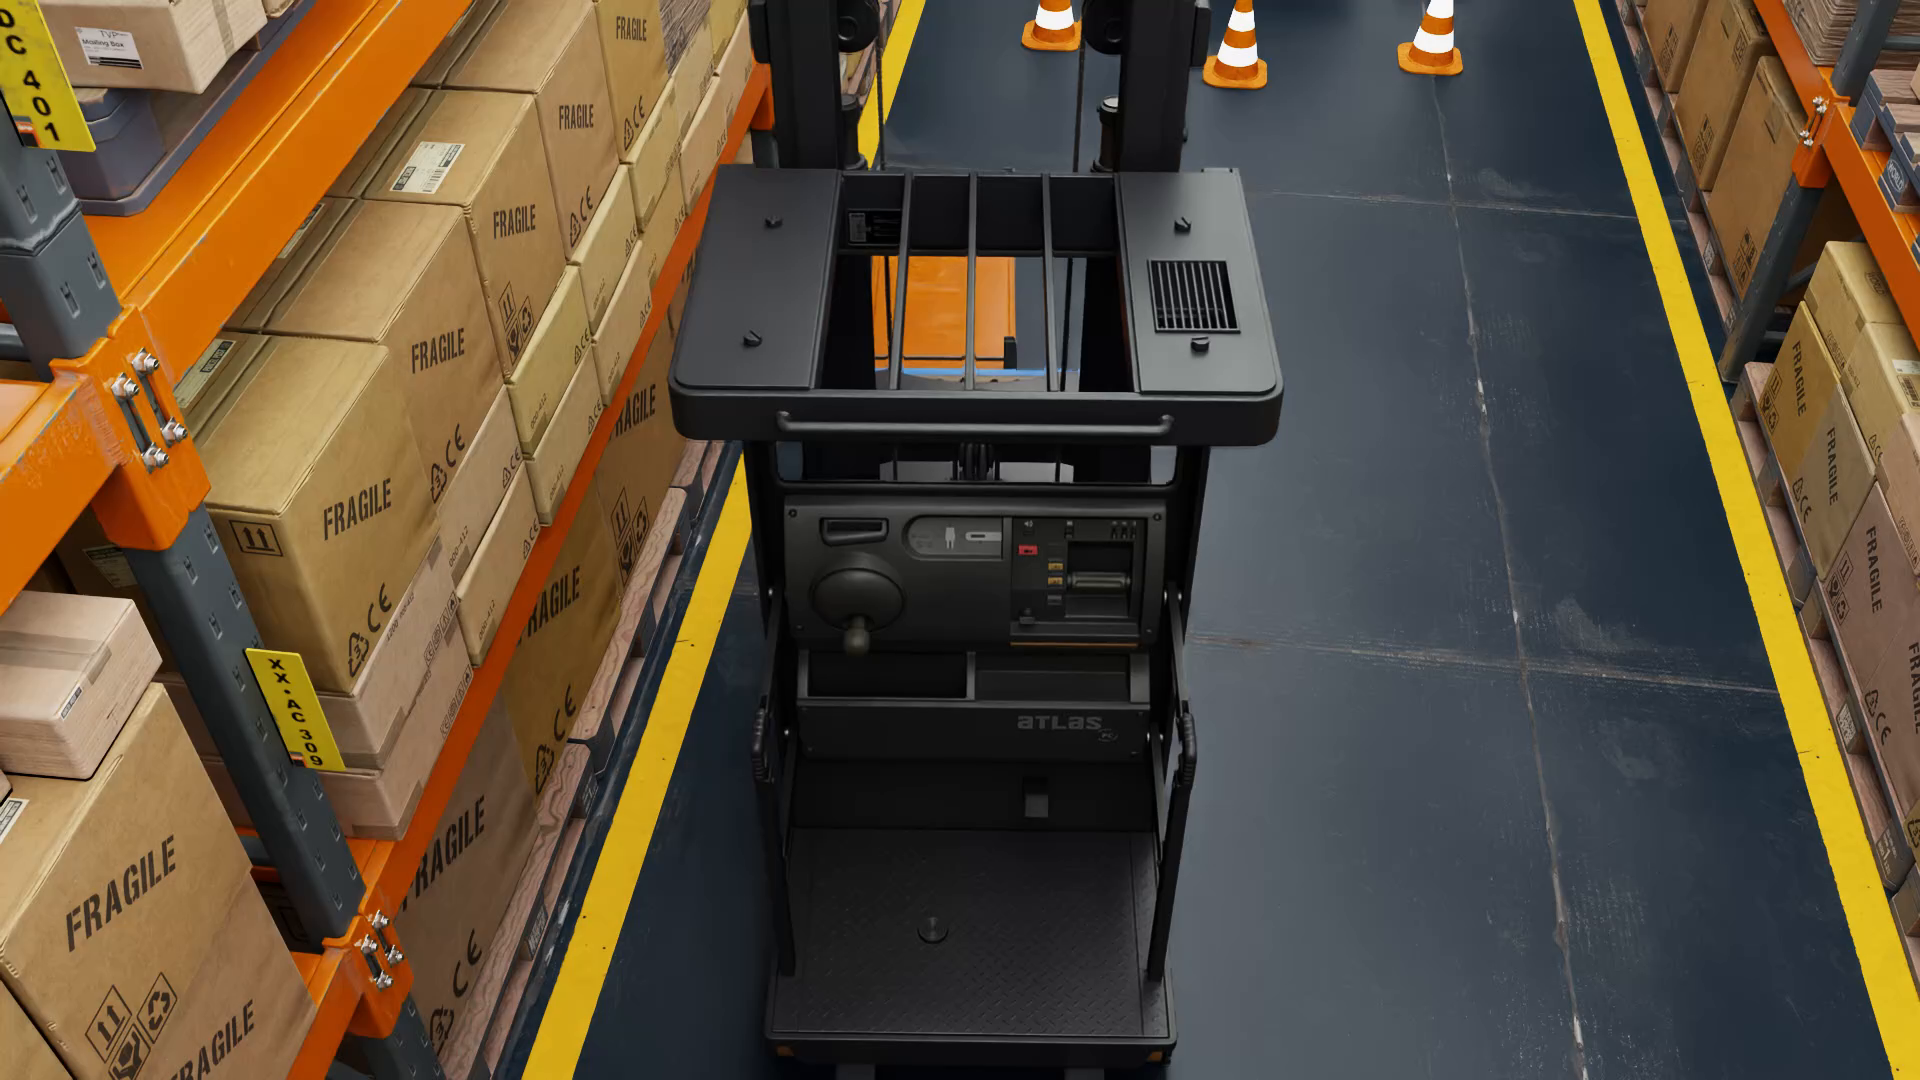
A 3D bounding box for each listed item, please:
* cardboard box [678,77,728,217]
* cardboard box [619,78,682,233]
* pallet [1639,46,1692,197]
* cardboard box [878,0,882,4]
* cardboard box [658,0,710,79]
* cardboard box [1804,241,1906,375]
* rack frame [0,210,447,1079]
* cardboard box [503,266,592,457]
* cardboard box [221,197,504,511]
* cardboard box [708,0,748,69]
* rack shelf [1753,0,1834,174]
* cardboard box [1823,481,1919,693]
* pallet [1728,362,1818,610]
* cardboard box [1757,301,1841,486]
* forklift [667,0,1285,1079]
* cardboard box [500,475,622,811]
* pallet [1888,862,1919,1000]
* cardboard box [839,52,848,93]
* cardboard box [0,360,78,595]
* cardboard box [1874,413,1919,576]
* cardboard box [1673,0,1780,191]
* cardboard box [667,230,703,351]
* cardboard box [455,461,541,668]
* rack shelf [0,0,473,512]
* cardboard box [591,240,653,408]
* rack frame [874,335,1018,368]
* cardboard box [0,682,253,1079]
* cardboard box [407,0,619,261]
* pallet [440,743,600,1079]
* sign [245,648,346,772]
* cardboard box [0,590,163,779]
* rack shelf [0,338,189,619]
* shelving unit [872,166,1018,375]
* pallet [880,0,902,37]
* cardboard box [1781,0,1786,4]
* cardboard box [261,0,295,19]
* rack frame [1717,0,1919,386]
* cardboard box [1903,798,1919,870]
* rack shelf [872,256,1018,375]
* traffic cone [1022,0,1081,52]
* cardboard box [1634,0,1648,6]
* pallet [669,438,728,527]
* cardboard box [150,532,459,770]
[{"bbox_3d":[-1.098,-1.345,5.597,0.500,0.250,0.500,6,44,6],"label":"cardboard box"},{"bbox_3d":[-1.160,-1.190,5.071,0.500,0.250,0.500,4,44,4],"label":"cardboard box"},{"bbox_3d":[4.026,-2.083,8.296,1.003,0.211,1.213,5,44,6],"label":"pallet"},{"bbox_3d":[-0.866,-3.193,9.047,0.950,0.372,0.625,8,44,8],"label":"cardboard box"},{"bbox_3d":[-1.105,-1.790,5.159,0.500,0.500,0.500,6,44,6],"label":"cardboard box"},{"bbox_3d":[3.352,-0.805,5.886,0.500,0.250,0.500,3,44,4],"label":"cardboard box"},{"bbox_3d":[-1.765,0.609,3.425,1.000,3.000,0.127,5,44,6],"label":"rack frame"},{"bbox_3d":[-1.293,-0.491,4.333,0.500,0.250,0.500,6,44,6],"label":"cardboard box"},{"bbox_3d":[-1.382,-0.413,3.705,0.500,0.500,0.500,5,44,5],"label":"cardboard box"},{"bbox_3d":[-1.049,-1.891,5.811,0.500,0.250,0.500,5,44,5],"label":"cardboard box"},{"bbox_3d":[3.948,-2.838,7.588,1.077,0.370,4.000,5,44,6],"label":"rack shelf"},{"bbox_3d":[3.211,0.172,5.400,0.500,0.500,0.500,4,44,4],"label":"cardboard box"},{"bbox_3d":[3.579,-0.191,6.298,1.003,0.211,1.213,5,44,6],"label":"pallet"},{"bbox_3d":[3.337,-0.522,6.132,0.500,0.500,0.500,4,44,4],"label":"cardboard box"},{"bbox_3d":[0.034,0.179,3.929,1.130,2.935,3.031,1,43,1],"label":"forklift"},{"bbox_3d":[-1.651,0.182,5.116,0.875,0.875,0.875,6,44,7],"label":"cardboard box"},{"bbox_3d":[3.256,1.472,4.542,1.003,0.211,1.213,5,44,6],"label":"pallet"},{"bbox_3d":[-1.062,-2.203,8.001,0.950,0.372,0.625,4,44,5],"label":"cardboard box"},{"bbox_3d":[-1.955,-0.117,3.392,0.500,0.500,0.500,7,44,7],"label":"cardboard box"},{"bbox_3d":[3.207,-0.123,5.166,0.500,0.250,0.500,6,44,6],"label":"cardboard box"},{"bbox_3d":[3.965,-2.074,7.590,1.050,0.750,0.750,6,44,6],"label":"cardboard box"},{"bbox_3d":[-1.410,-1.035,6.401,0.875,0.875,0.875,5,44,5],"label":"cardboard box"},{"bbox_3d":[-1.378,0.035,4.140,0.500,0.250,0.500,4,44,4],"label":"cardboard box"},{"bbox_3d":[-1.501,-1.582,4.080,1.077,0.370,4.000,5,44,6],"label":"rack shelf"},{"bbox_3d":[-1.220,-0.653,4.867,0.500,0.250,0.500,5,44,5],"label":"cardboard box"},{"bbox_3d":[-0.067,-0.238,5.683,0.500,1.125,0.032,1,43,1],"label":"rack frame"},{"bbox_3d":[-1.554,0.557,2.681,0.500,0.500,0.500,5,44,5],"label":"cardboard box"},{"bbox_3d":[-1.251,-1.108,4.438,0.500,0.500,0.500,5,44,5],"label":"cardboard box"},{"bbox_3d":[-1.738,1.089,4.946,1.003,0.211,1.213,5,44,6],"label":"pallet"},{"bbox_3d":[-1.215,0.316,3.048,0.100,0.325,0.005,5,44,6],"label":"sign"},{"bbox_3d":[-1.490,0.213,2.572,0.380,0.149,0.250,4,44,5],"label":"cardboard box"},{"bbox_3d":[-2.030,1.144,1.201,1.077,0.370,4.000,5,44,6],"label":"rack shelf"},{"bbox_3d":[-0.059,-0.587,6.052,0.538,1.125,1.048,1,43,1],"label":"shelving unit"},{"bbox_3d":[-0.809,-3.300,9.581,1.003,0.211,1.213,5,44,6],"label":"pallet"},{"bbox_3d":[3.544,-2.443,6.576,0.500,0.500,0.500,5,44,6],"label":"cardboard box"},{"bbox_3d":[-1.361,-1.243,2.821,0.500,0.500,0.500,5,44,5],"label":"cardboard box"},{"bbox_3d":[3.684,-1.736,5.902,1.000,3.000,0.127,5,44,6],"label":"rack frame"},{"bbox_3d":[3.071,0.869,4.664,0.500,0.500,0.500,4,44,5],"label":"cardboard box"},{"bbox_3d":[-0.059,-0.800,5.851,0.538,0.278,1.000,1,43,1],"label":"rack shelf"},{"bbox_3d":[0.516,-2.949,9.028,0.336,0.463,0.334,5,44,6],"label":"traffic cone"},{"bbox_3d":[4.219,-3.366,8.954,1.050,0.750,0.750,5,44,5],"label":"cardboard box"},{"bbox_3d":[-1.415,-0.574,6.703,1.003,0.211,1.213,5,44,6],"label":"pallet"},{"bbox_3d":[-1.428,0.208,3.594,0.500,0.250,0.500,4,44,4],"label":"cardboard box"}]
